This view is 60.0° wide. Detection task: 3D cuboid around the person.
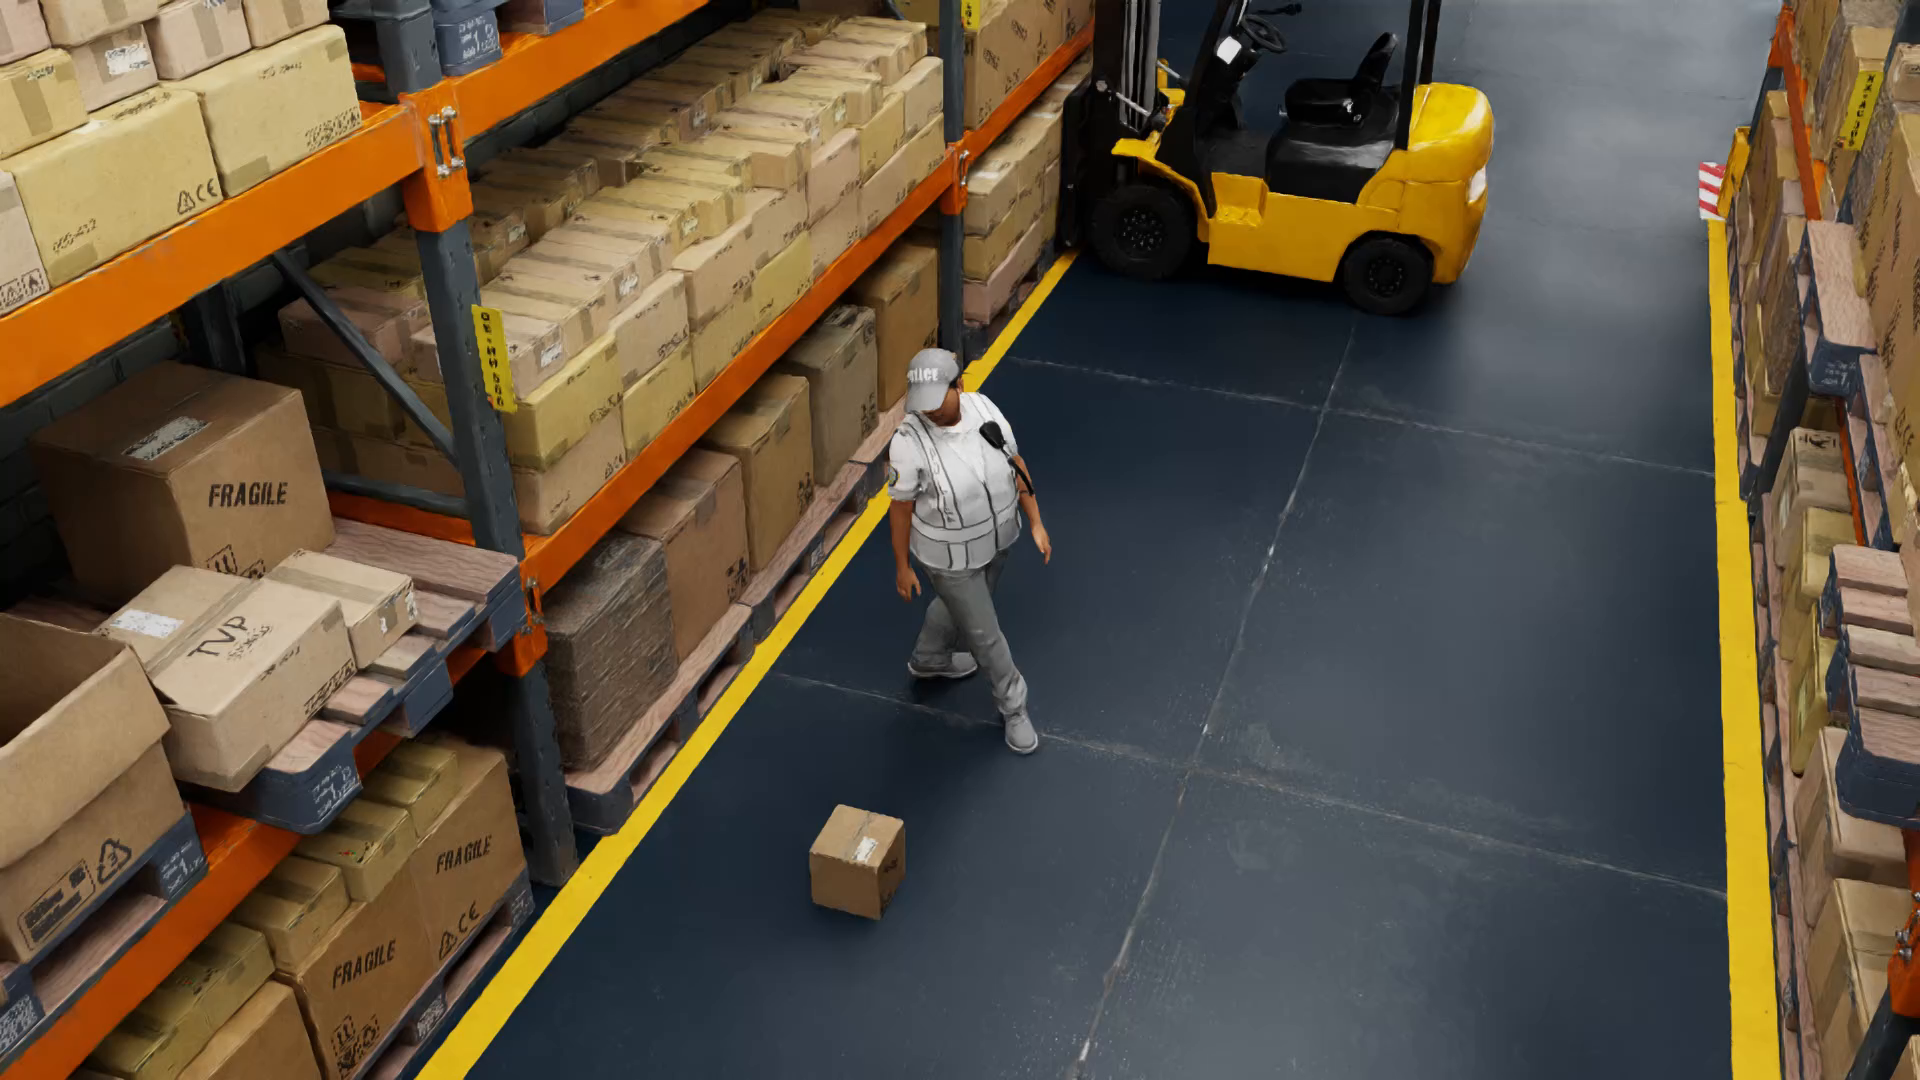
[{"bbox_3d":[0.028,0.023,6.139,0.681,1.631,0.534,26,41,33],"label":"person"}]
